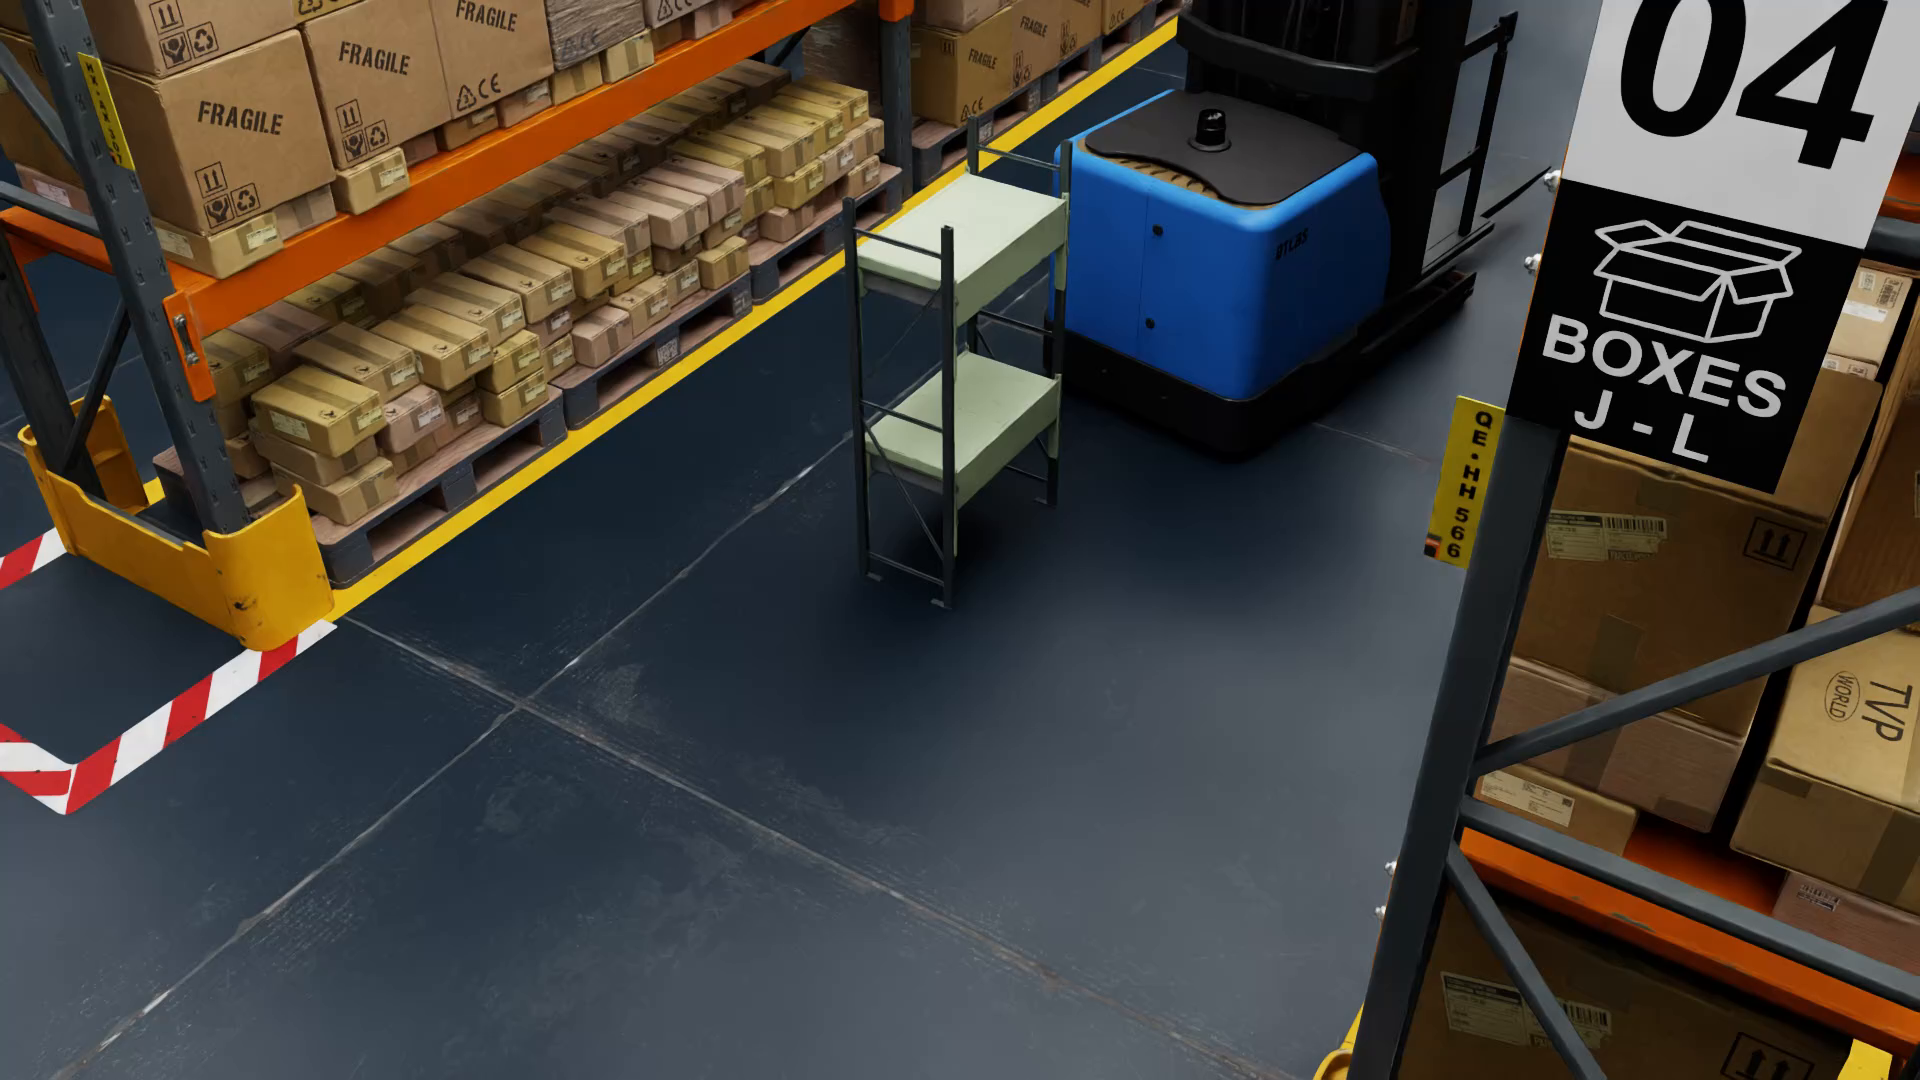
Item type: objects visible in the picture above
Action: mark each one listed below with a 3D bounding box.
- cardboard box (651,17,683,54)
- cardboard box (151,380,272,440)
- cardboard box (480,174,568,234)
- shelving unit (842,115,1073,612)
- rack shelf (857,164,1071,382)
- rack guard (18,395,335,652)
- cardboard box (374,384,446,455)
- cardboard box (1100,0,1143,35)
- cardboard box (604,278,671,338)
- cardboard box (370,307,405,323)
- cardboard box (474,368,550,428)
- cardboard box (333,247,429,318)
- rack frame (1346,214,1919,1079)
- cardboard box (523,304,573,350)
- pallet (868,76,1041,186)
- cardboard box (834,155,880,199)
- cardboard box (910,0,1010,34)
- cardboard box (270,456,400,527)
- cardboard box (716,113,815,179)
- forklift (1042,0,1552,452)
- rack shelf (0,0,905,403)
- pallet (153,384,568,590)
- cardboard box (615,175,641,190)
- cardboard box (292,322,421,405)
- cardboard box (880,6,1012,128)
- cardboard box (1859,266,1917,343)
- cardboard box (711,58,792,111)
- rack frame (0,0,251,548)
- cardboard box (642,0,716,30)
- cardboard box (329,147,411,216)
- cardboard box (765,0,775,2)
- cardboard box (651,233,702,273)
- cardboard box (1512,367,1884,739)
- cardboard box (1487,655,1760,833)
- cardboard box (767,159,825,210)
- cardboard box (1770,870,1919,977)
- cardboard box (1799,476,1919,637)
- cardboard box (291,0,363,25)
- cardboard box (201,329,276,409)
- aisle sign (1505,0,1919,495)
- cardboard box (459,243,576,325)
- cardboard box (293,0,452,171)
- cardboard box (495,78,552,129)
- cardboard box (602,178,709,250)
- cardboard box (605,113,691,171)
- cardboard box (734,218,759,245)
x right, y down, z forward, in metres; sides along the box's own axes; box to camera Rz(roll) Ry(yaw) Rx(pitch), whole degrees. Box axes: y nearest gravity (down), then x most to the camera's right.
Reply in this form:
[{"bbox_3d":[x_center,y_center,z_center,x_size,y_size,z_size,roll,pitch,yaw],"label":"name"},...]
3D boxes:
[{"bbox_3d":[-1.349,-2.089,6.709,0.380,0.149,0.250,21,42,24],"label":"cardboard box"},{"bbox_3d":[-2.795,-0.546,6.249,0.380,0.149,0.250,20,42,24],"label":"cardboard box"},{"bbox_3d":[-1.912,-1.454,7.183,0.380,0.149,0.250,21,42,25],"label":"cardboard box"},{"bbox_3d":[0.004,-0.597,5.797,0.431,1.500,0.755,21,42,25],"label":"shelving unit"},{"bbox_3d":[0.004,-0.907,5.558,0.431,0.370,0.720,21,42,25],"label":"rack shelf"},{"bbox_3d":[-2.796,-0.075,5.938,1.175,0.500,0.348,21,42,25],"label":"rack guard"},{"bbox_3d":[-2.145,-0.490,6.176,0.380,0.149,0.250,21,42,25],"label":"cardboard box"},{"bbox_3d":[0.767,-3.357,9.851,0.500,0.500,0.500,19,42,23],"label":"cardboard box"},{"bbox_3d":[-1.468,-1.030,7.121,0.380,0.149,0.250,21,42,25],"label":"cardboard box"},{"bbox_3d":[-2.287,-0.920,6.734,0.380,0.149,0.250,21,42,25],"label":"cardboard box"},{"bbox_3d":[-1.858,-0.616,6.584,0.380,0.149,0.250,22,43,26],"label":"cardboard box"},{"bbox_3d":[-2.360,-1.053,6.663,0.380,0.149,0.250,19,42,23],"label":"cardboard box"},{"bbox_3d":[1.297,0.649,2.952,1.000,3.000,0.127,21,42,25],"label":"rack frame"},{"bbox_3d":[-1.797,-0.909,6.720,0.380,0.149,0.250,19,42,23],"label":"cardboard box"},{"bbox_3d":[-0.278,-2.385,9.171,1.003,0.211,1.213,21,42,25],"label":"pallet"},{"bbox_3d":[-0.616,-1.811,8.134,0.380,0.149,0.250,22,43,26],"label":"cardboard box"},{"bbox_3d":[-0.075,-2.856,8.587,0.500,0.250,0.500,19,42,23],"label":"cardboard box"},{"bbox_3d":[-2.286,-0.228,6.081,0.380,0.149,0.250,22,43,26],"label":"cardboard box"},{"bbox_3d":[-0.895,-1.817,7.654,0.380,0.149,0.250,21,42,25],"label":"cardboard box"},{"bbox_3d":[1.710,-2.326,6.866,1.130,2.935,3.031,29,46,32],"label":"forklift"},{"bbox_3d":[-1.765,-1.772,6.681,1.077,0.370,4.000,21,42,25],"label":"rack shelf"},{"bbox_3d":[-2.331,-0.368,6.554,1.003,0.211,1.213,21,42,25],"label":"pallet"},{"bbox_3d":[-1.632,-1.591,7.605,0.380,0.149,0.250,23,43,27],"label":"cardboard box"},{"bbox_3d":[-2.223,-0.639,6.126,0.380,0.149,0.250,22,43,26],"label":"cardboard box"},{"bbox_3d":[-0.074,-2.558,8.815,0.500,0.500,0.500,23,43,27],"label":"cardboard box"},{"bbox_3d":[2.424,-0.792,4.699,0.500,0.250,0.500,22,43,26],"label":"cardboard box"},{"bbox_3d":[-1.053,-2.251,8.217,0.380,0.149,0.250,23,43,27],"label":"cardboard box"},{"bbox_3d":[-2.837,-1.026,5.124,1.000,3.000,0.127,21,42,25],"label":"rack frame"},{"bbox_3d":[-1.261,-2.380,6.555,0.500,0.500,0.500,21,42,25],"label":"cardboard box"},{"bbox_3d":[-2.095,-1.252,5.623,0.380,0.149,0.250,20,42,24],"label":"cardboard box"},{"bbox_3d":[-0.889,-2.478,7.213,0.380,0.149,0.250,23,43,27],"label":"cardboard box"},{"bbox_3d":[-1.355,-1.323,7.256,0.380,0.149,0.250,19,42,23],"label":"cardboard box"},{"bbox_3d":[1.337,-0.044,3.115,0.500,0.500,0.500,22,43,26],"label":"cardboard box"},{"bbox_3d":[1.333,0.254,3.343,0.500,0.250,0.500,20,42,24],"label":"cardboard box"},{"bbox_3d":[-0.857,-1.689,7.732,0.380,0.149,0.250,20,42,24],"label":"cardboard box"},{"bbox_3d":[1.766,0.673,3.126,0.380,0.149,0.250,22,43,26],"label":"cardboard box"},{"bbox_3d":[2.055,0.161,3.463,0.500,0.250,0.500,21,42,25],"label":"cardboard box"},{"bbox_3d":[-2.107,-1.986,5.225,0.500,0.500,0.500,22,43,26],"label":"cardboard box"},{"bbox_3d":[-2.767,-0.654,6.146,0.380,0.149,0.250,22,43,26],"label":"cardboard box"},{"bbox_3d":[1.006,-0.442,2.237,0.394,0.787,0.004,21,42,25],"label":"aisle sign"},{"bbox_3d":[-1.760,-1.022,6.623,0.380,0.149,0.250,23,43,27],"label":"cardboard box"},{"bbox_3d":[-2.097,-1.608,5.554,0.500,0.500,0.500,21,42,25],"label":"cardboard box"},{"bbox_3d":[-1.750,-1.680,6.178,0.380,0.149,0.250,20,42,24],"label":"cardboard box"},{"bbox_3d":[-1.301,-1.396,7.107,0.380,0.149,0.250,20,42,24],"label":"cardboard box"},{"bbox_3d":[-1.465,-1.840,7.684,0.380,0.149,0.250,20,42,24],"label":"cardboard box"},{"bbox_3d":[-1.157,-1.452,7.667,0.380,0.149,0.250,20,42,24],"label":"cardboard box"}]
